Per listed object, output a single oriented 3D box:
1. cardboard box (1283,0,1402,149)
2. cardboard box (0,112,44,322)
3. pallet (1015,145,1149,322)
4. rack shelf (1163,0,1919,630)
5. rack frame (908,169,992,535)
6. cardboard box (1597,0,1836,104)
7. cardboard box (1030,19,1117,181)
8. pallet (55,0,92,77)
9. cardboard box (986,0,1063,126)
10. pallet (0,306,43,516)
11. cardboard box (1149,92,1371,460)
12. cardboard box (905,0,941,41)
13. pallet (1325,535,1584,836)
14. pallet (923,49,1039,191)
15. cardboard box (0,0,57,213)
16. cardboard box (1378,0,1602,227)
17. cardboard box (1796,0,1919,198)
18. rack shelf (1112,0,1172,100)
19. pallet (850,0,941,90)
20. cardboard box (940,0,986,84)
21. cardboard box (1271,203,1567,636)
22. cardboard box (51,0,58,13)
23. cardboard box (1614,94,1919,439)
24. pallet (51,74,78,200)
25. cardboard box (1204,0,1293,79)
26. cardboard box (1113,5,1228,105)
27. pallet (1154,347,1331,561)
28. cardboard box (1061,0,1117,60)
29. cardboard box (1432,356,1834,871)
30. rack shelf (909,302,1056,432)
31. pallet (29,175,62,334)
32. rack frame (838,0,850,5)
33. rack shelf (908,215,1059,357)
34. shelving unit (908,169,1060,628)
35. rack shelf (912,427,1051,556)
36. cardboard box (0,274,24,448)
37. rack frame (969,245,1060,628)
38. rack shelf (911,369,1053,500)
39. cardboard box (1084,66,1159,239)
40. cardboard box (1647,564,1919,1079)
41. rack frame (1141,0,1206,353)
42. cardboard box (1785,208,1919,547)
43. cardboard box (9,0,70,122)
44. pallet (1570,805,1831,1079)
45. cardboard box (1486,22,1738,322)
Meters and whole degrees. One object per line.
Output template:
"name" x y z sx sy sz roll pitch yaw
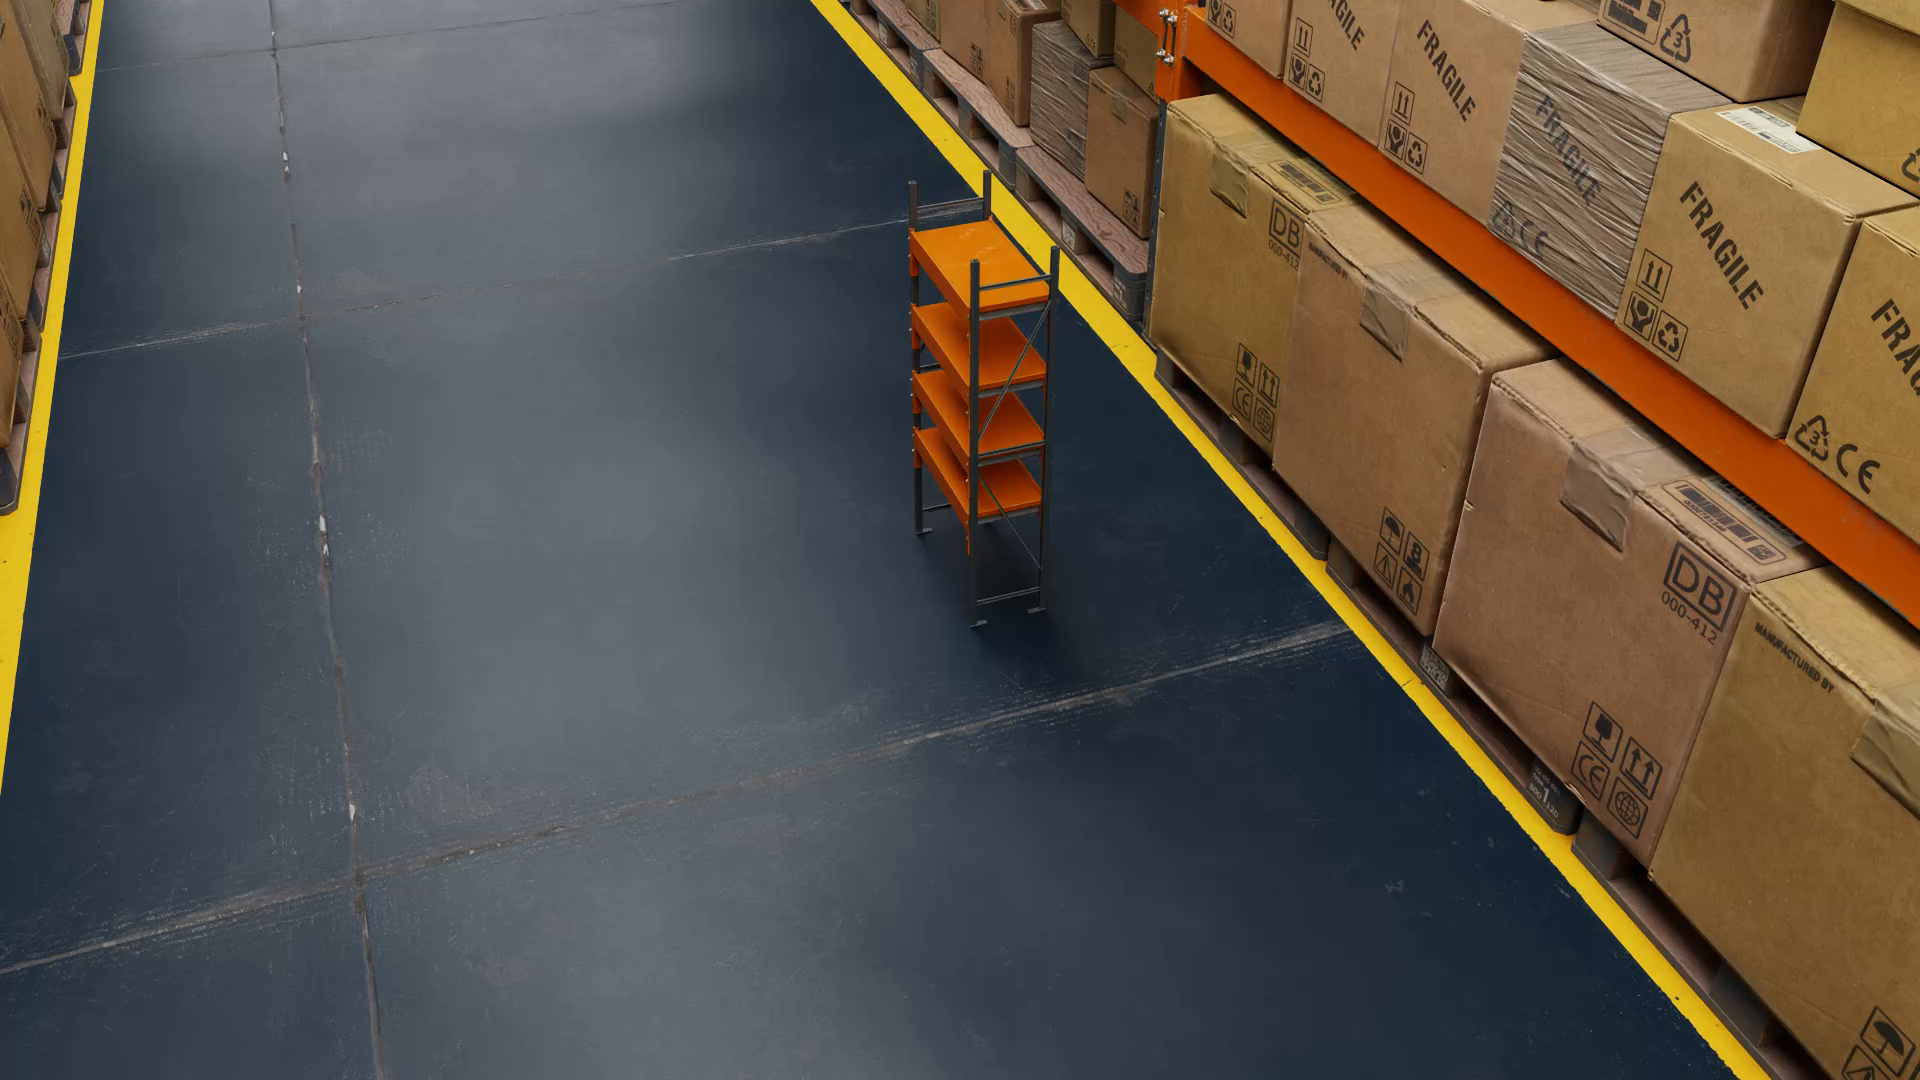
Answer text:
"cardboard box" 1.265 -1.447 4.595 0.500 0.500 0.500 -13 39 -17
"cardboard box" -3.948 -1.184 5.850 1.050 0.750 0.750 -12 39 -15
"pallet" 0.906 -1.357 6.876 1.003 0.211 1.213 -12 39 -16
"rack shelf" 1.861 -0.612 4.167 1.077 0.370 4.000 -12 39 -16
"rack frame" -0.027 -0.524 4.948 0.240 1.200 0.015 -12 39 -16
"cardboard box" 1.868 -1.307 3.575 0.797 0.503 0.637 -11 38 -14
"cardboard box" 0.721 -1.891 6.980 0.700 0.500 0.500 -16 40 -20
"pallet" -5.083 -2.651 8.594 1.003 0.211 1.213 -12 39 -16
"cardboard box" 0.519 -2.210 7.403 0.700 0.500 0.500 -9 38 -12
"pallet" -3.719 -0.406 5.614 1.003 0.211 1.213 -12 39 -16
"cardboard box" 1.391 -0.954 5.440 1.225 0.875 0.875 -14 39 -18
"cardboard box" 0.134 -2.841 8.241 0.700 0.500 0.500 -13 39 -16
"pallet" 1.790 0.234 4.764 1.003 0.211 1.213 -12 39 -16
"pallet" 0.490 -2.045 7.790 1.003 0.211 1.213 -12 39 -16
"cardboard box" -4.269 -1.710 6.548 1.050 0.750 0.750 -12 39 -16
"cardboard box" 1.444 -1.159 4.212 0.500 0.500 0.500 -13 39 -17
"cardboard box" 2.097 -0.959 3.114 0.797 0.503 0.637 -12 39 -15
"rack shelf" 0.485 -2.872 7.167 1.077 0.370 4.000 -12 39 -16
"pallet" 0.066 -2.735 8.706 1.003 0.211 1.213 -12 39 -16
"cardboard box" 0.327 -2.525 7.822 0.700 0.500 0.500 -16 40 -20
"cardboard box" 1.691 -0.449 4.770 1.225 0.875 0.875 -12 39 -16
"cardboard box" -5.046 -3.008 8.167 0.875 0.875 0.875 -12 39 -15
"cardboard box" 1.782 -0.592 3.459 0.500 0.500 0.500 -13 39 -16
"pallet" -4.559 -1.785 7.444 1.003 0.211 1.213 -12 39 -16
"cardboard box" 1.085 -1.738 4.981 0.500 0.500 0.500 -11 38 -15
"cardboard box" 0.914 -1.878 6.339 0.500 0.250 0.500 -11 38 -14
"pallet" 1.374 -0.454 5.678 1.003 0.211 1.213 -12 39 -16
"cardboard box" 0.722 -2.176 6.734 0.500 0.250 0.500 -8 38 -11
"cardboard box" 2.002 0.049 4.108 1.225 0.875 0.875 -14 39 -18
"rack shelf" 0.057 -0.511 4.671 0.258 0.148 0.480 -12 39 -16
"pallet" -4.135 -1.095 6.528 1.003 0.211 1.213 -12 39 -16
"rack frame" -0.203 -4.289 8.451 1.000 3.000 0.127 -12 39 -16
"rack shelf" 0.057 -0.700 4.528 0.258 0.148 0.480 -12 39 -16
"shelving unit" 0.057 -0.386 4.765 0.258 1.200 0.503 -12 39 -16
"rack shelf" 0.057 -0.173 4.925 0.258 0.148 0.480 -12 39 -16
"cardboard box" -3.644 -0.691 5.195 1.050 0.750 0.750 -13 39 -17
"rack frame" 0.141 -0.248 4.582 0.240 1.200 0.015 -12 39 -16
"rack shelf" 0.057 -0.332 4.805 0.258 0.148 0.480 -12 39 -16
"cardboard box" 0.924 -1.581 6.567 0.700 0.500 0.500 -14 39 -18
"cardboard box" 2.311 0.554 3.438 1.225 0.875 0.875 -12 39 -16
"rack frame" 1.173 -2.029 5.451 1.000 3.000 0.127 -12 39 -16
"cardboard box" 1.968 -0.298 3.069 0.500 0.500 0.500 -11 38 -15
"cardboard box" -4.597 -2.256 7.273 1.050 0.750 0.750 -13 39 -16
"pallet" 2.213 0.924 3.848 1.003 0.211 1.213 -12 39 -16
"cardboard box" 1.614 -0.876 3.836 0.500 0.500 0.500 -12 39 -16
